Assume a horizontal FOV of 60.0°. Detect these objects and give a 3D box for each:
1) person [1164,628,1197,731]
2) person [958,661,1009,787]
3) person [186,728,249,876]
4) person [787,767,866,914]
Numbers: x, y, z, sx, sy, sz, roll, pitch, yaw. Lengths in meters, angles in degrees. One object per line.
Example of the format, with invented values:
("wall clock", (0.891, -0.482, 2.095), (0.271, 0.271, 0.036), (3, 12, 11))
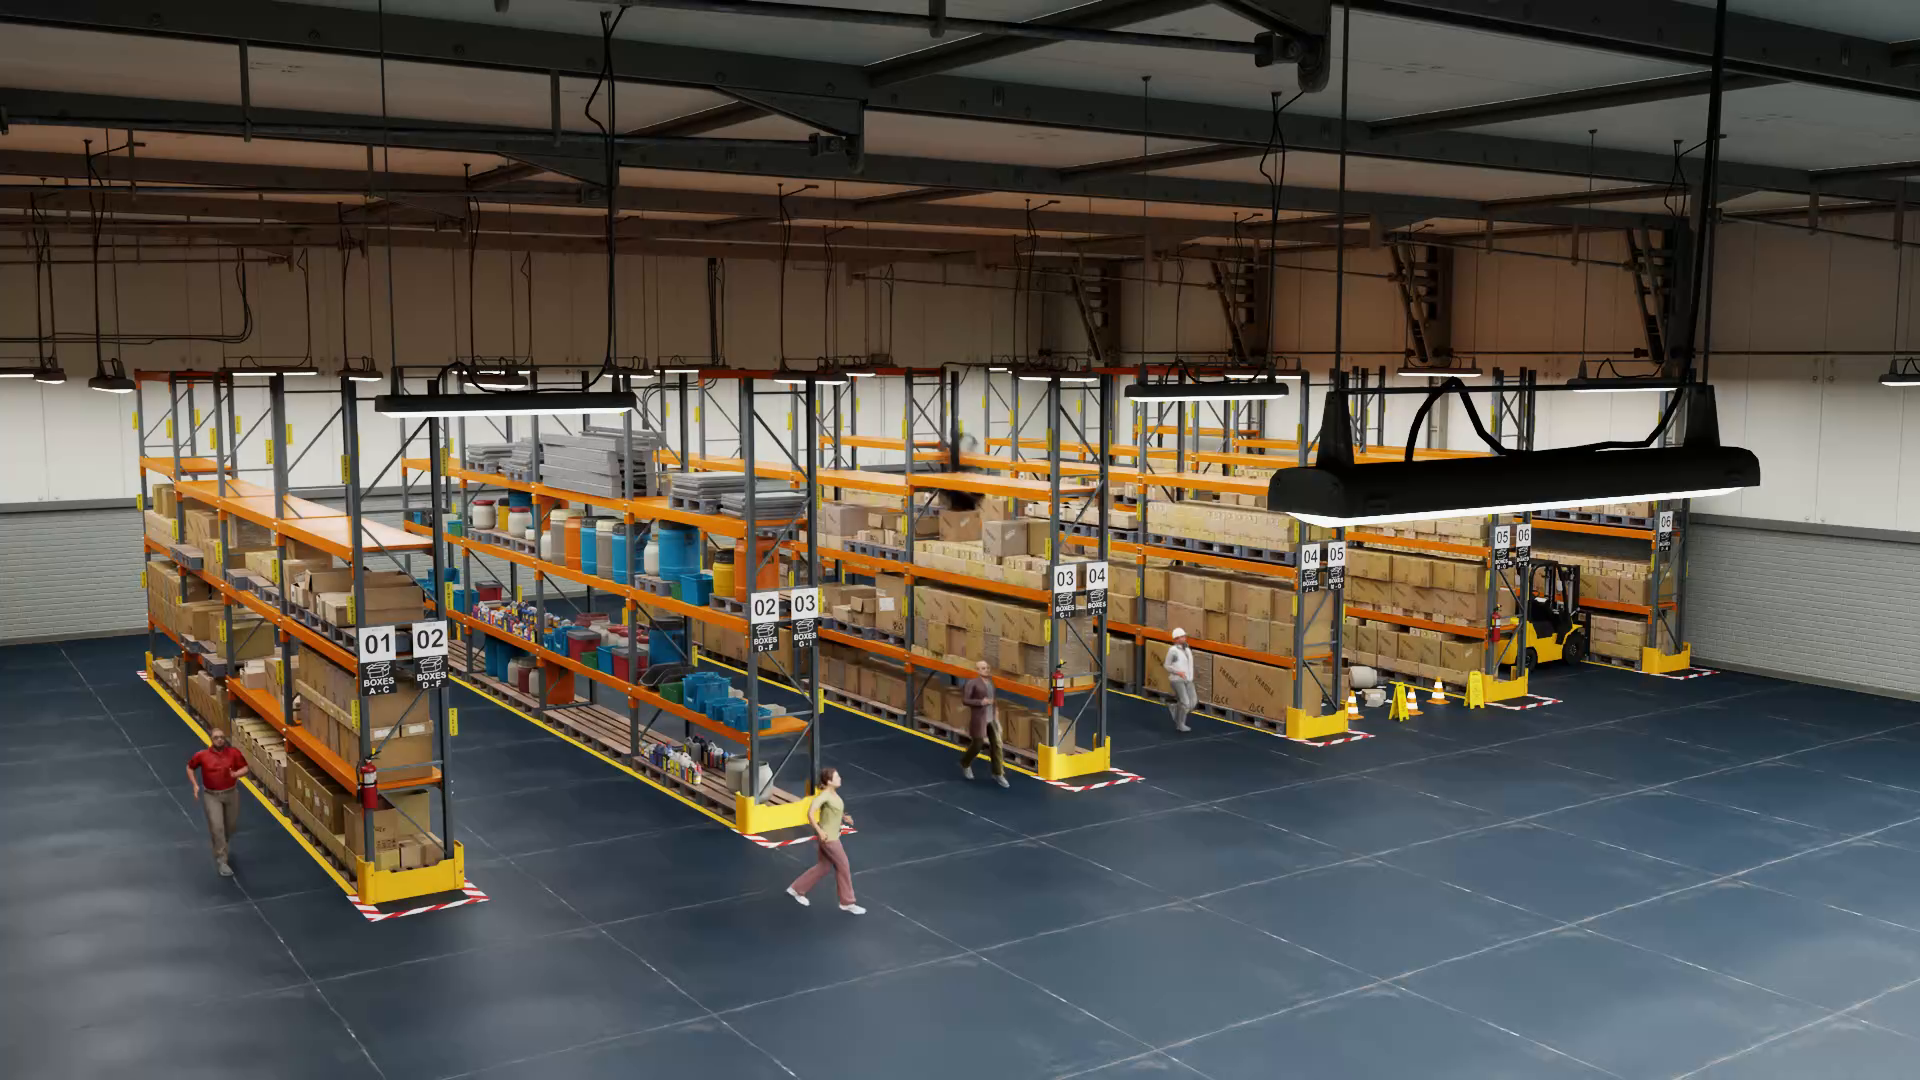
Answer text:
("person", (3.694, 2.333, 27.867), (0.657, 1.722, 0.609), (-6, 9, -43))
("person", (0.324, 2.678, 24.470), (0.707, 1.819, 0.920), (-5, 8, -38))
("person", (-9.063, 3.157, 20.385), (0.662, 1.716, 0.989), (-5, 8, -37))
("person", (-1.517, 3.490, 18.795), (0.905, 1.475, 0.561), (0, 6, -1))
